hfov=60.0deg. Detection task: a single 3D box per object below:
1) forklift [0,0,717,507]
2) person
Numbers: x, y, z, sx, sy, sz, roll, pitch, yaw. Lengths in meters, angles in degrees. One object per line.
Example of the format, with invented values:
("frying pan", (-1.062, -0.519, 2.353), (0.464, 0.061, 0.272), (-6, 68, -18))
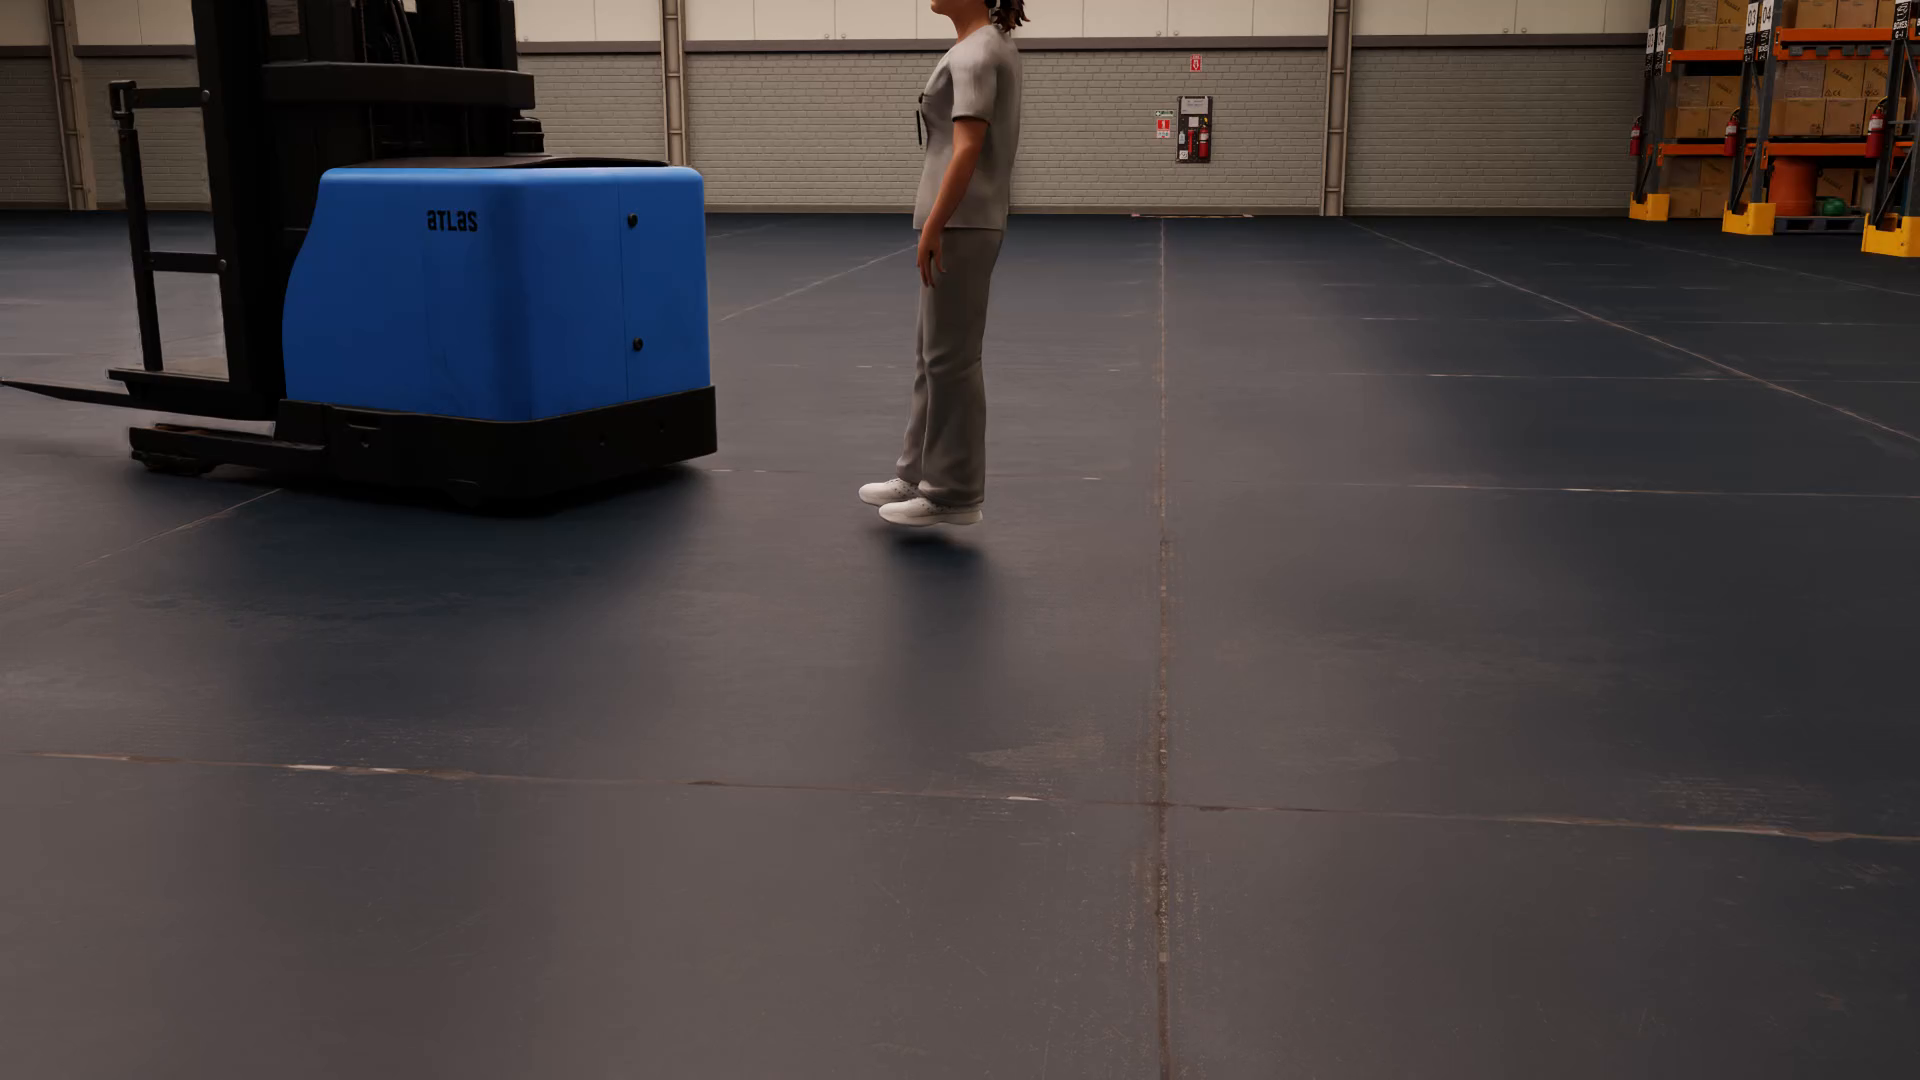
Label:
("forklift", (-2.414, -1.752, 6.001), (3.031, 2.935, 1.130), (7, 15, 29))
("person", (-0.071, -0.862, 4.768), (0.549, 1.665, 0.549), (2, 13, 7))
